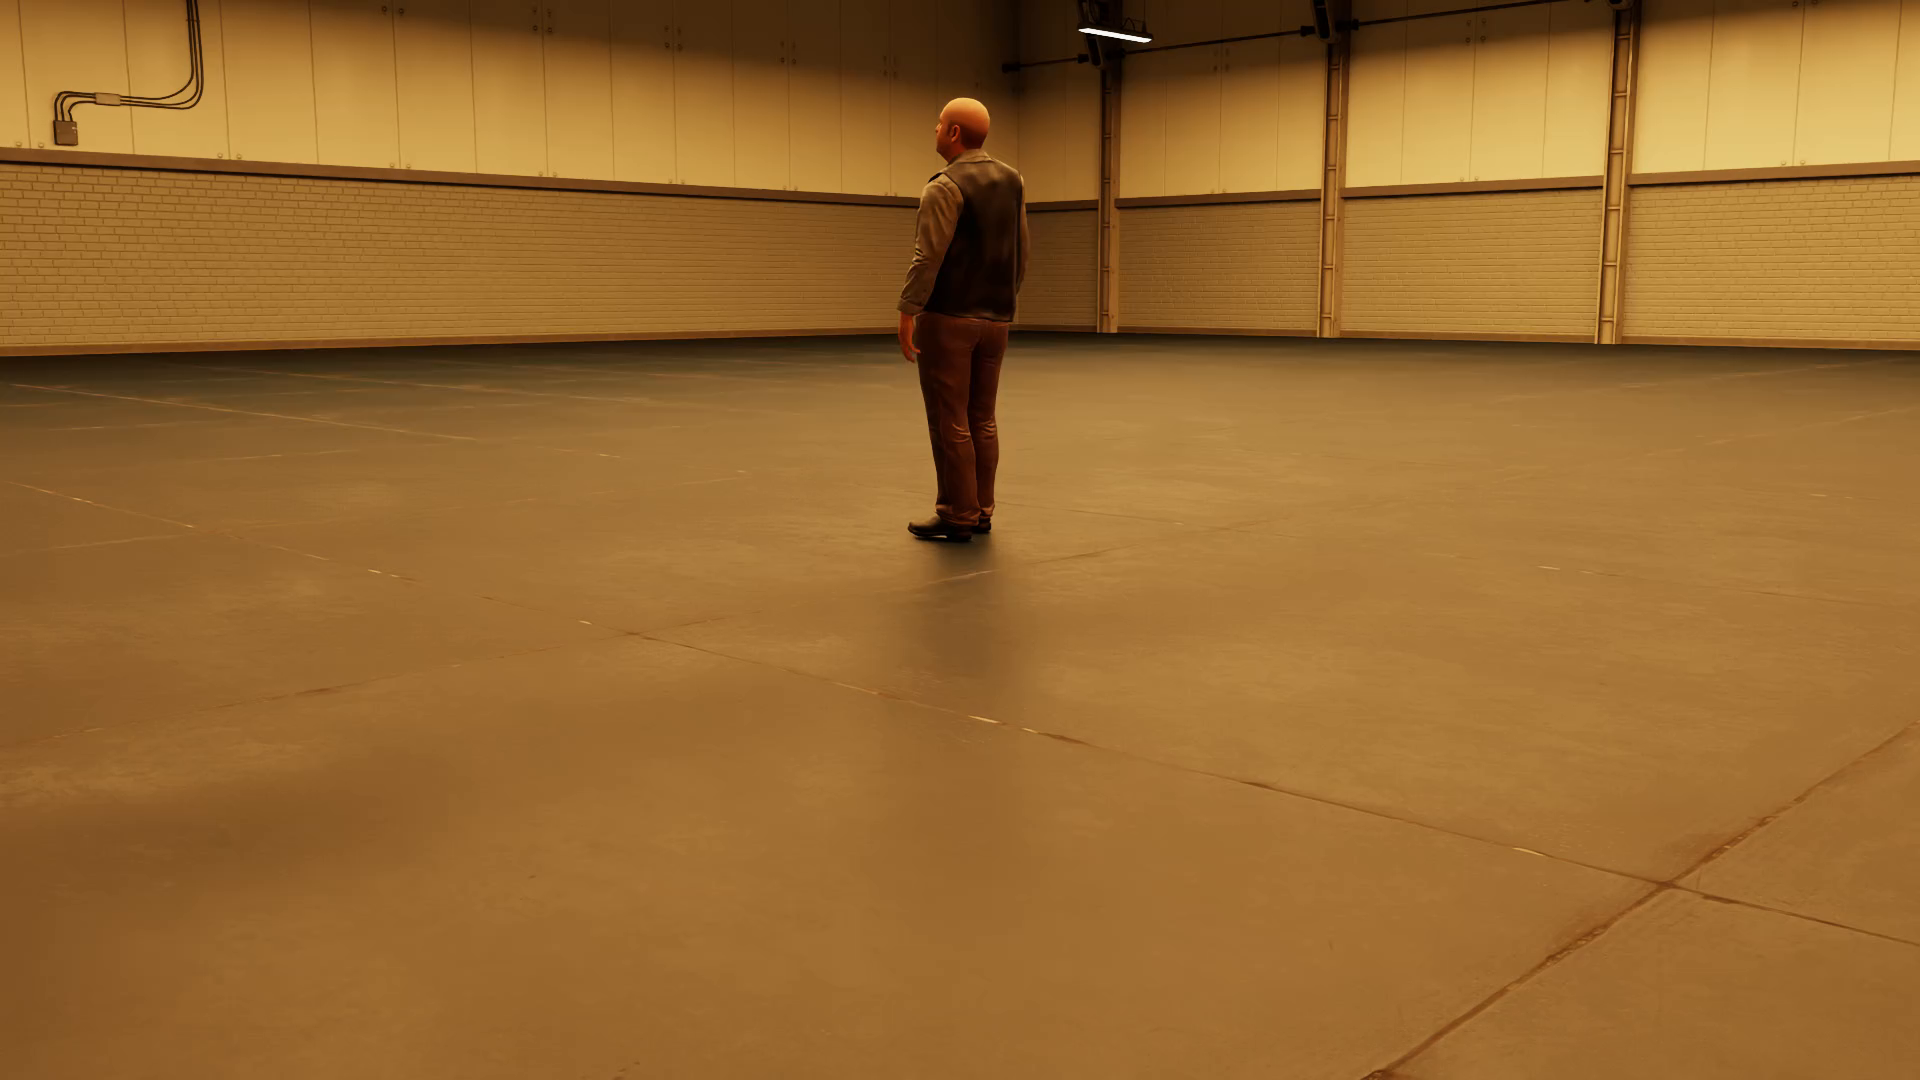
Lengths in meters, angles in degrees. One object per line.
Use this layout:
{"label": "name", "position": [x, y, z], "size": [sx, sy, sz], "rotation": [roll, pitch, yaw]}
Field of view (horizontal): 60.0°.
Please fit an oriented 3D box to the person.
{"label": "person", "position": [-0.039, -0.866, 6.636], "size": [0.568, 1.720, 0.632], "rotation": [8, 12, 43]}
